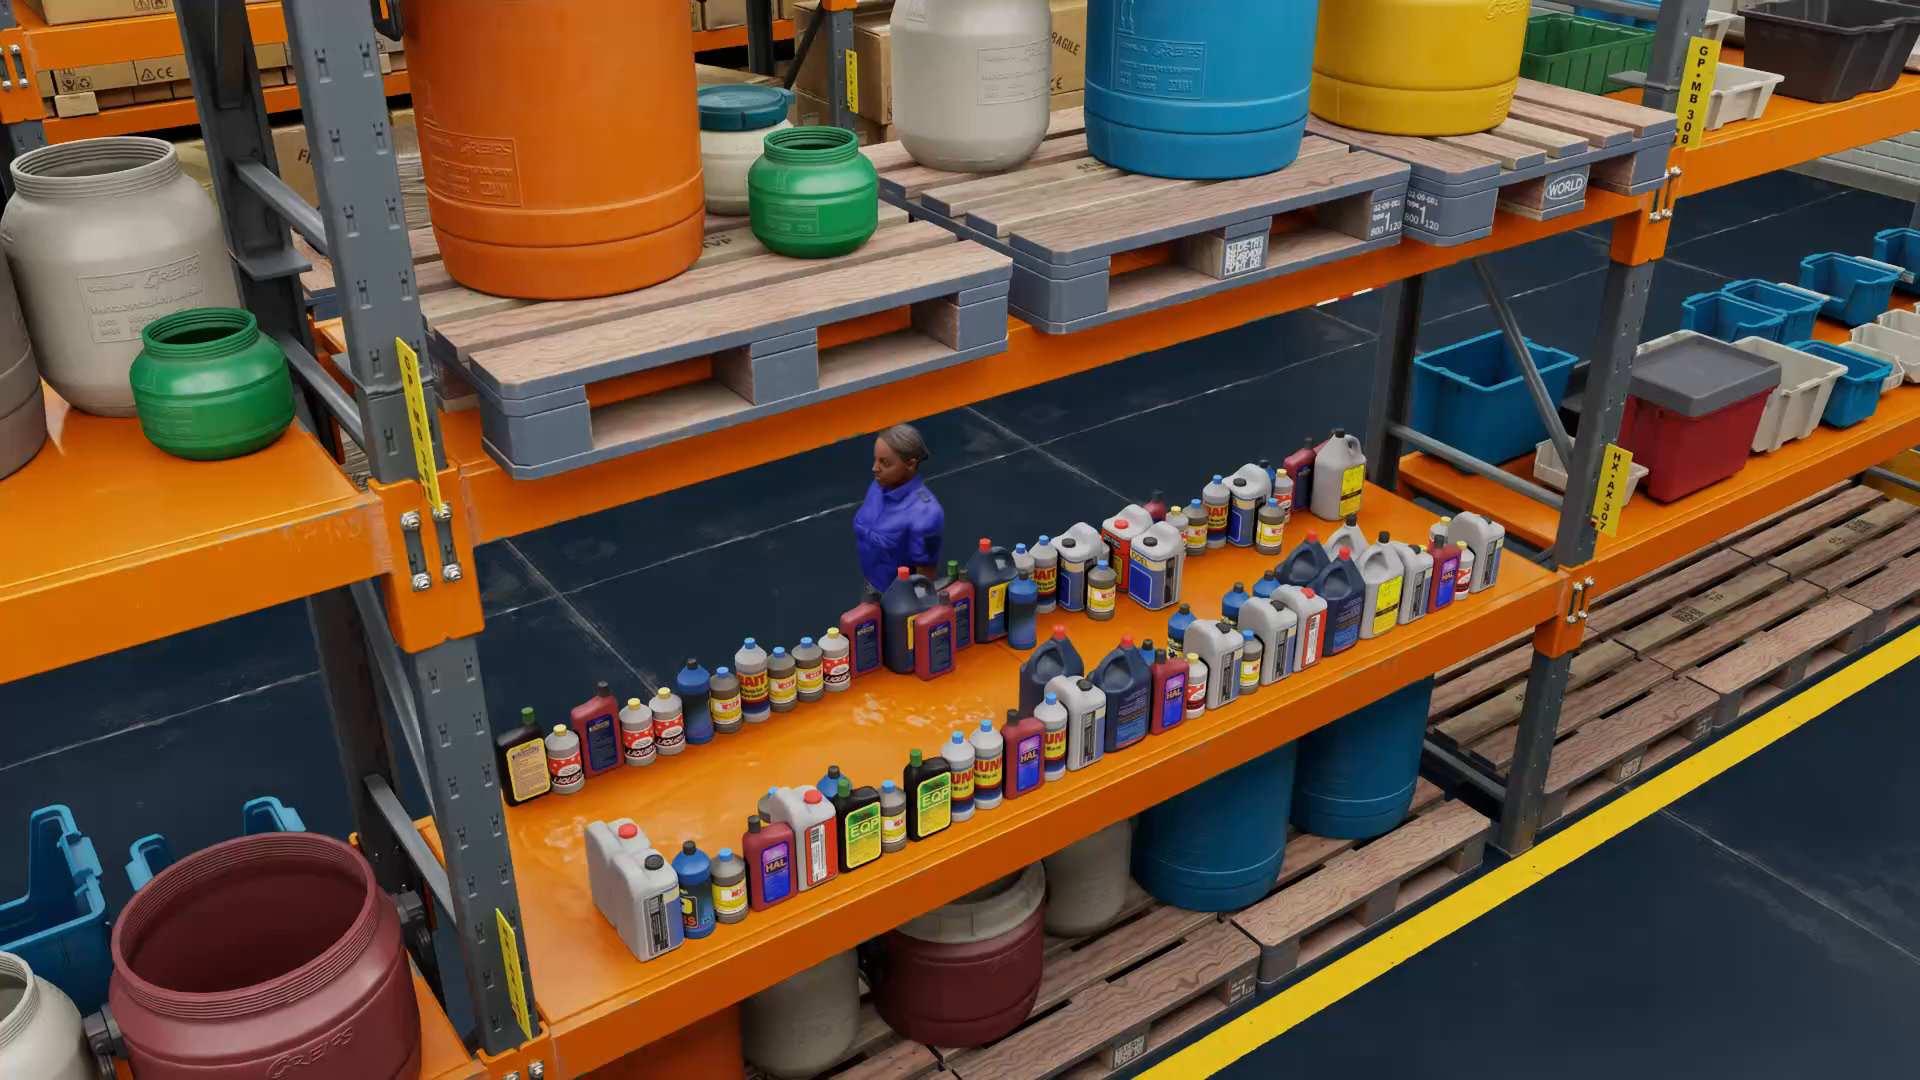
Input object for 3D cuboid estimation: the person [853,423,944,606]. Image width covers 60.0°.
[{"bbox_3d":[-0.260,0.304,6.580,0.408,1.658,0.439,-18,34,-30],"label":"person"}]
